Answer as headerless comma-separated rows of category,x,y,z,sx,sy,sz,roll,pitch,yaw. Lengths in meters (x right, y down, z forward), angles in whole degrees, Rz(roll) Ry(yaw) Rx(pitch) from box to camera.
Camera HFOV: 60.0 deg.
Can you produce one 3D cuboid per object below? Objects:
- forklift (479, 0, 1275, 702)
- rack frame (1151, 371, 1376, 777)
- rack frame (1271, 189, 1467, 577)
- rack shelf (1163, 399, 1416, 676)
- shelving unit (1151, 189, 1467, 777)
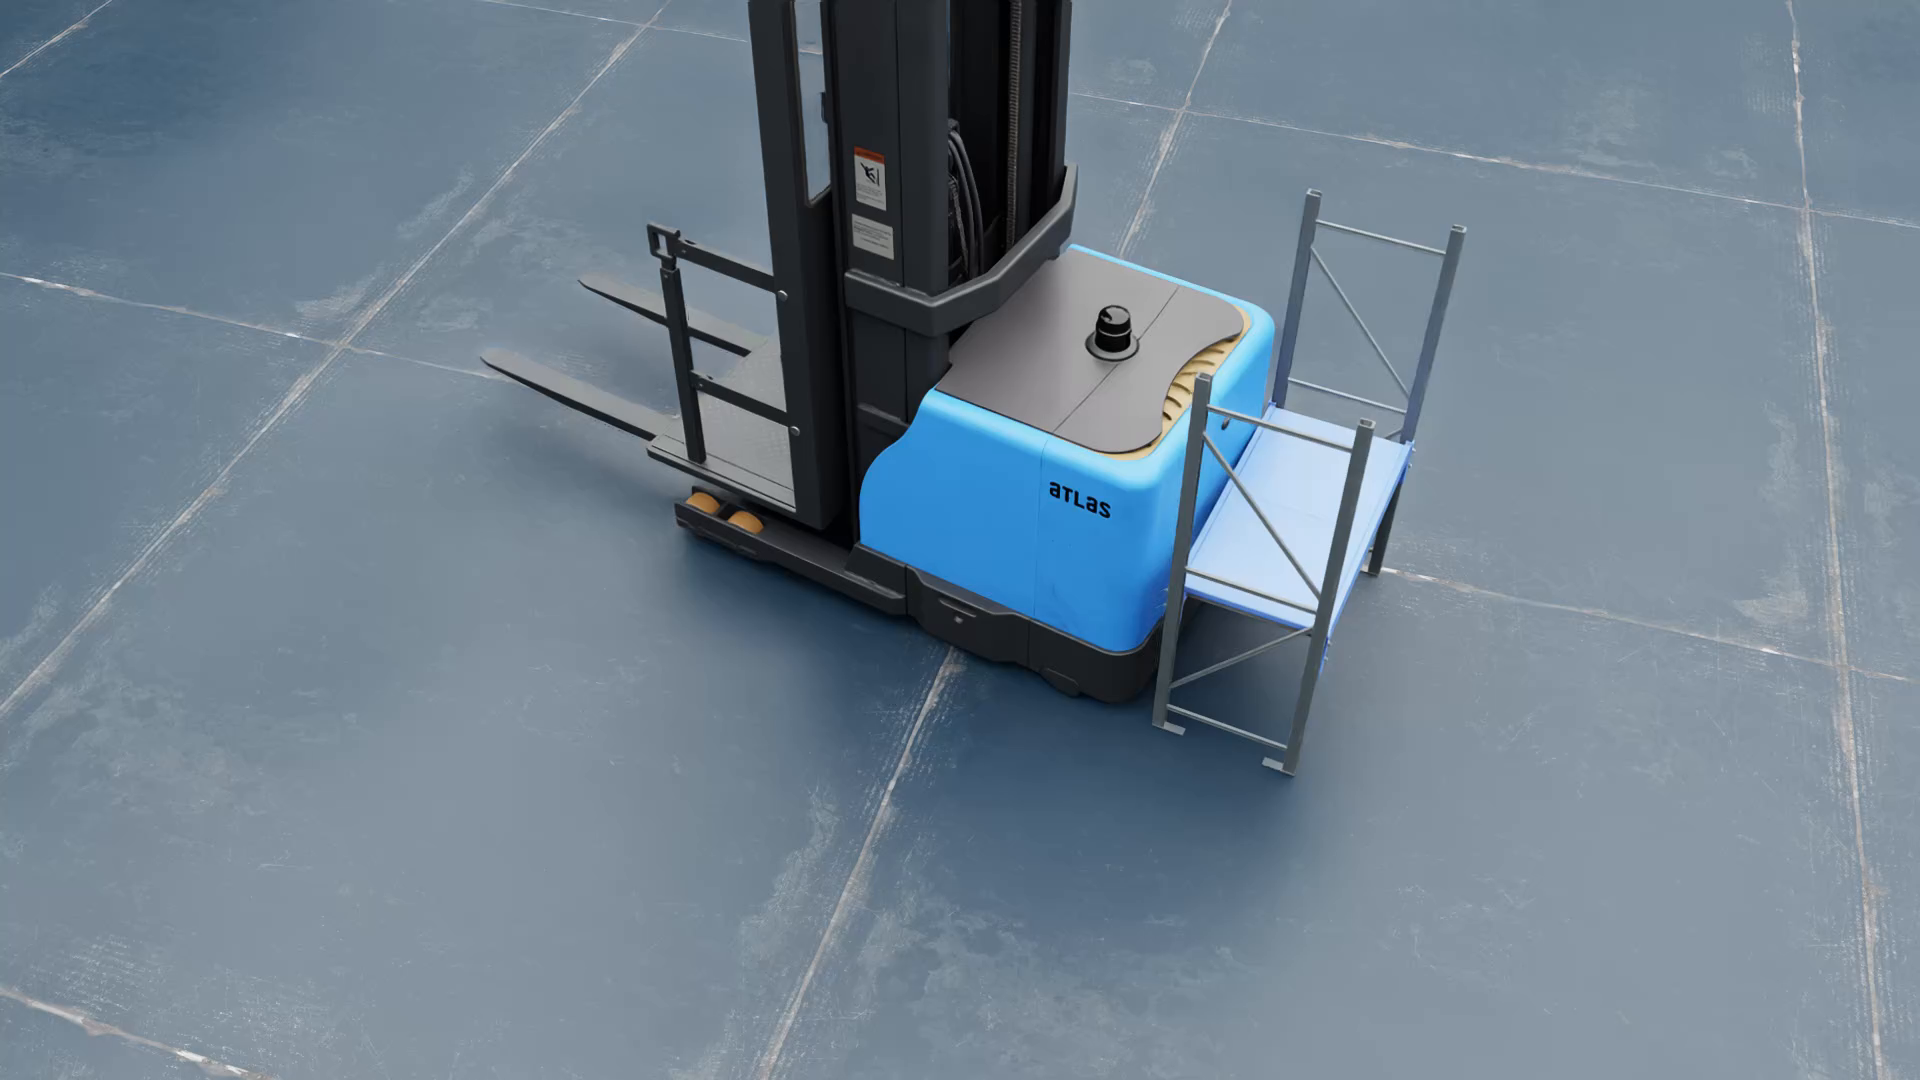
forklift,-0.469,-1.283,5.465,3.031,2.935,1.130,23,49,22
rack frame,0.877,0.155,5.019,0.500,1.500,0.032,19,47,18
rack frame,1.319,-0.485,5.673,0.500,1.500,0.032,19,47,18
rack shelf,1.098,-0.036,5.472,0.538,0.185,1.000,19,47,18
shelving unit,1.098,-0.165,5.346,0.538,1.500,1.048,19,47,18
